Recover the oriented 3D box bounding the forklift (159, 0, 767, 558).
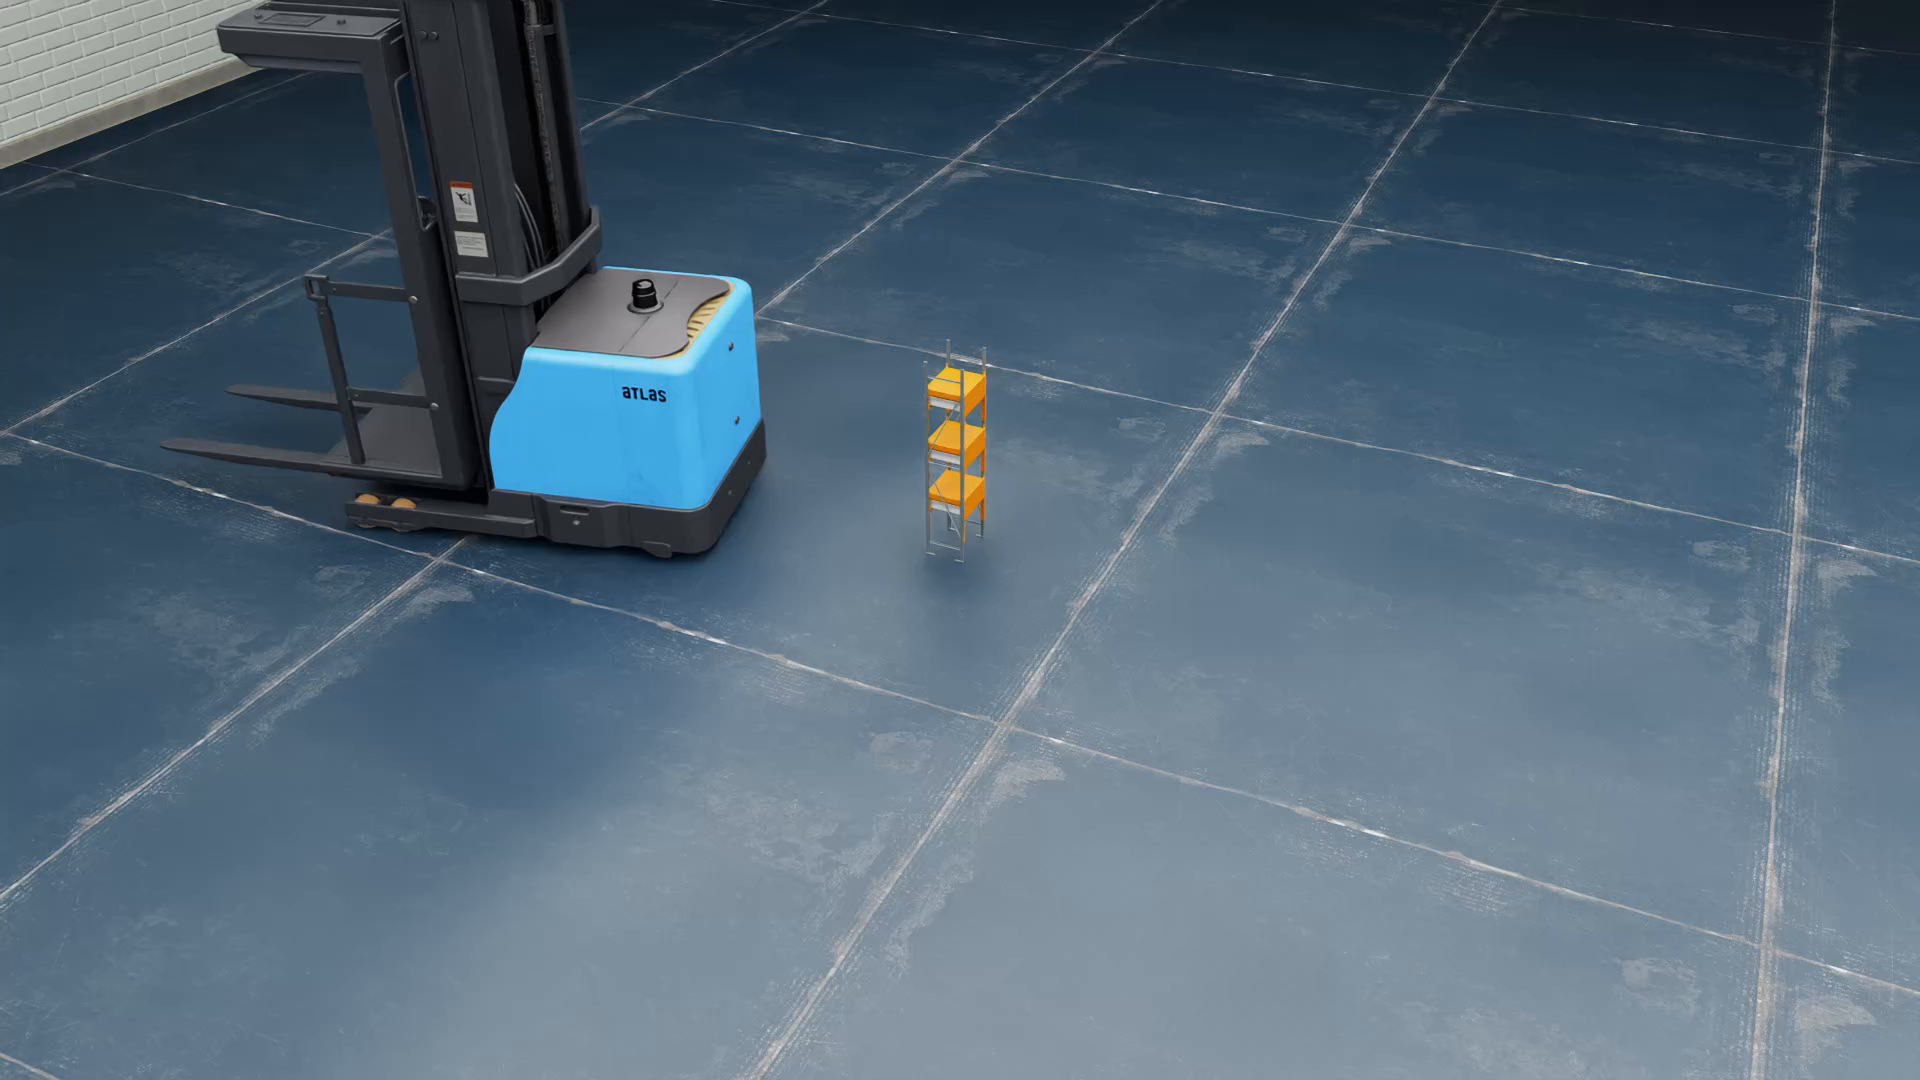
[{"bbox_3d":[-2.593,-1.539,7.924,3.031,2.935,1.130,6,34,10],"label":"forklift"}]

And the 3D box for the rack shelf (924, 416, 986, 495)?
[{"bbox_3d":[-0.022,-0.404,7.927,0.215,0.259,0.240,14,36,20],"label":"rack shelf"}]

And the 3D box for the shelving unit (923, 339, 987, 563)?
[{"bbox_3d":[-0.022,-0.412,7.921,0.215,1.050,0.252,14,36,20],"label":"shelving unit"}]

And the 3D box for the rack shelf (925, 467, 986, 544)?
[{"bbox_3d":[-0.022,-0.171,8.080,0.215,0.259,0.240,14,36,20],"label":"rack shelf"}]

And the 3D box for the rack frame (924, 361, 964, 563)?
[{"bbox_3d":[-0.073,-0.352,7.829,0.200,1.050,0.008,14,36,20],"label":"rack frame"}]

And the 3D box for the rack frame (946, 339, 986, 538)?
[{"bbox_3d":[0.029,-0.473,8.014,0.200,1.050,0.008,14,36,20],"label":"rack frame"}]

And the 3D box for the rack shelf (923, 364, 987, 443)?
[{"bbox_3d":[-0.022,-0.641,7.772,0.215,0.259,0.240,14,36,20],"label":"rack shelf"}]
